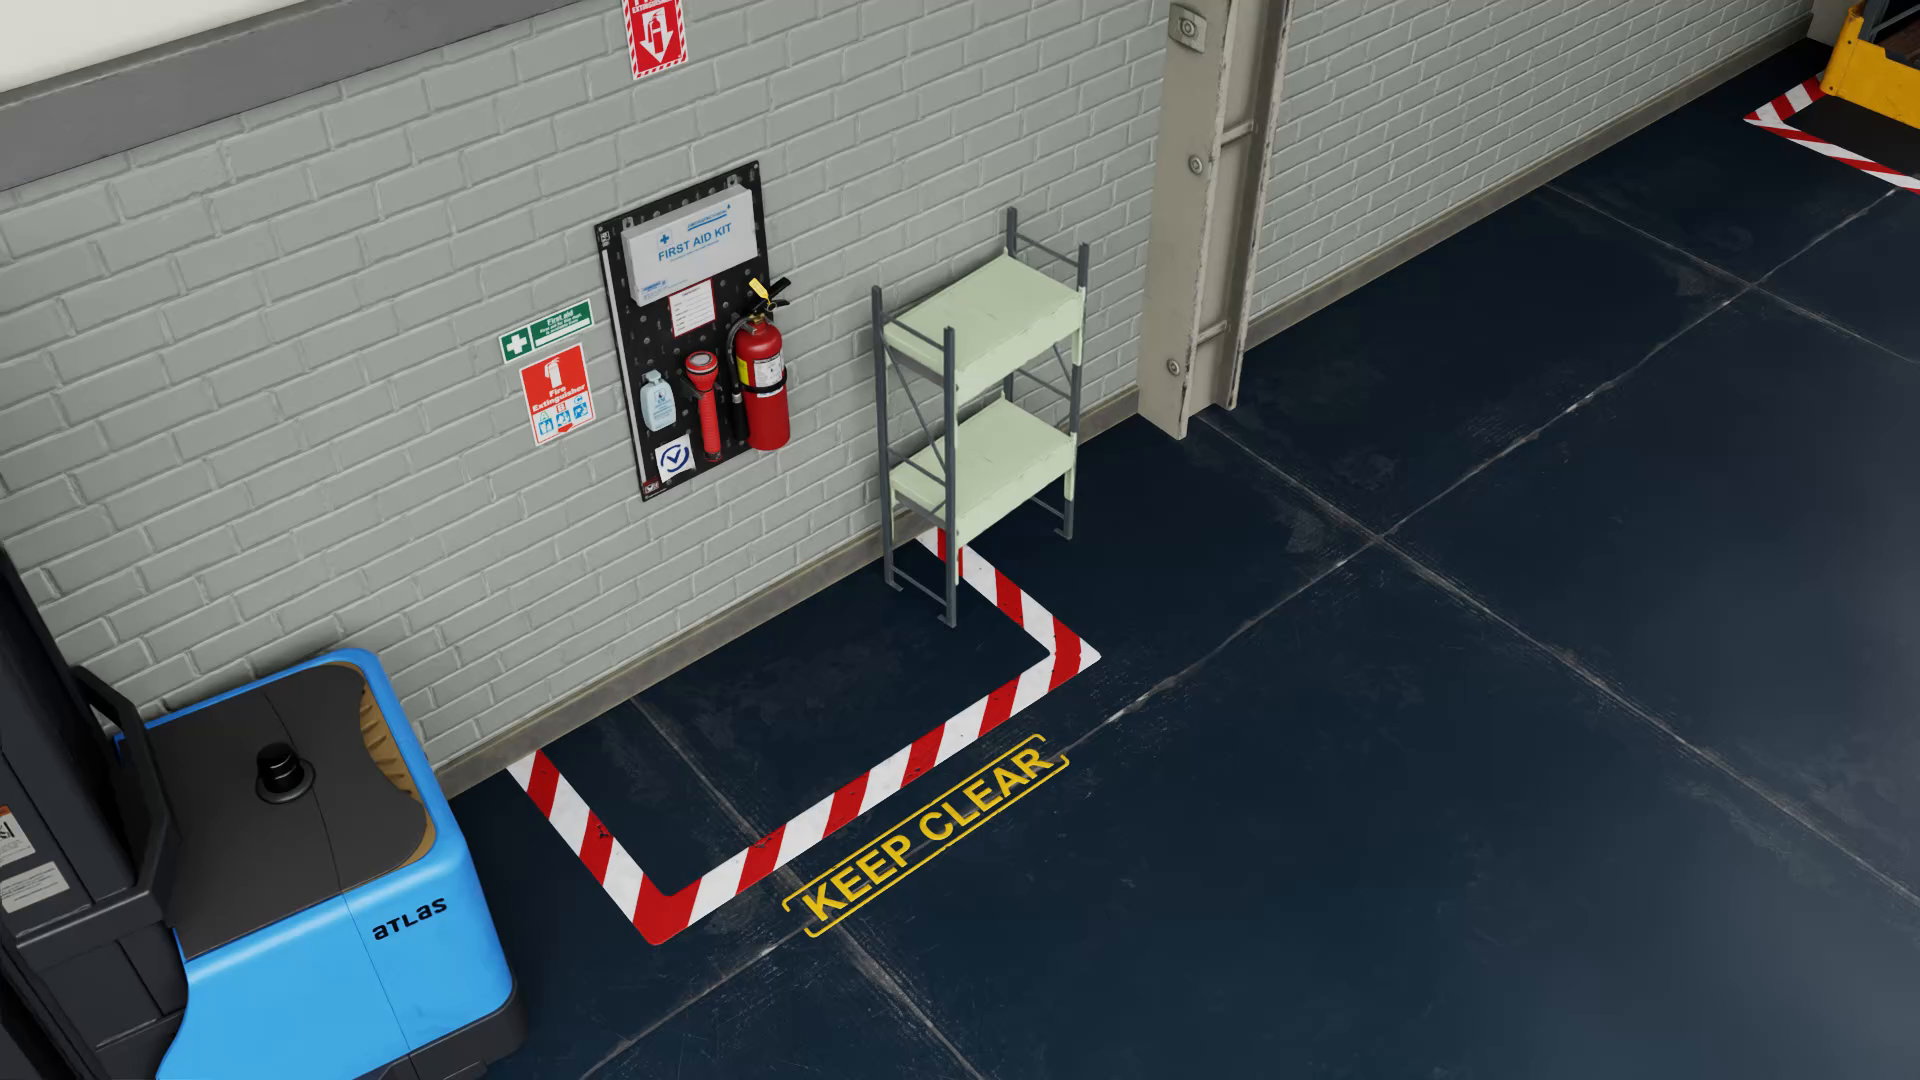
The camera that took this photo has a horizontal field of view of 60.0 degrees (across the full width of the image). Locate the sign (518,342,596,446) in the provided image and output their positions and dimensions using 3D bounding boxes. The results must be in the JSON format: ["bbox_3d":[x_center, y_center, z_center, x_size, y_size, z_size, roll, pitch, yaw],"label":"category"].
[{"bbox_3d":[-1.340,-0.484,5.548,0.234,0.329,0.001,-30,51,-28],"label":"sign"}]

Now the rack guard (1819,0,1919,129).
[{"bbox_3d":[5.749,-2.721,9.782,0.348,0.500,1.175,-30,51,-28],"label":"rack guard"}]

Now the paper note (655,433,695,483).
[{"bbox_3d":[-1.030,-0.297,6.019,0.142,0.148,0.016,-30,51,-28],"label":"paper note"}]

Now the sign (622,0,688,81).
[{"bbox_3d":[-0.920,-1.553,5.020,0.199,0.298,0.001,-30,51,-28],"label":"sign"}]

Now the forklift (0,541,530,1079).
[{"bbox_3d":[-2.934,0.842,4.213,3.031,2.935,1.130,-23,48,-22],"label":"forklift"}]

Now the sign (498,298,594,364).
[{"bbox_3d":[-1.331,-0.674,5.364,0.331,0.109,0.001,-30,51,-28],"label":"sign"}]

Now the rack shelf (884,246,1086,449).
[{"bbox_3d":[0.083,-0.748,6.380,0.431,0.370,0.720,33,52,30],"label":"rack shelf"}]

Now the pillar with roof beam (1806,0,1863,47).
[{"bbox_3d":[8.435,-4.287,5.241,0.400,9.000,9.100,-30,51,-28],"label":"pillar with roof beam"}]

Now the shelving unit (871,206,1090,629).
[{"bbox_3d":[0.083,-0.463,6.647,0.431,1.500,0.755,33,52,30],"label":"shelving unit"}]

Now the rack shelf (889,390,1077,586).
[{"bbox_3d":[0.084,-0.225,6.869,0.431,0.370,0.720,33,52,30],"label":"rack shelf"}]

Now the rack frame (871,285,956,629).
[{"bbox_3d":[-0.169,-0.282,6.453,0.400,1.500,0.023,33,52,30],"label":"rack frame"}]

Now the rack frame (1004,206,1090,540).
[{"bbox_3d":[0.336,-0.644,6.840,0.400,1.500,0.023,33,52,30],"label":"rack frame"}]

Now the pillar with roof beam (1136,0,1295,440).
[{"bbox_3d":[3.832,-1.651,2.435,0.400,9.000,9.100,-30,51,-28],"label":"pillar with roof beam"}]

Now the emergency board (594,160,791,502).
[{"bbox_3d":[-0.850,-0.660,5.761,0.643,1.169,0.194,-30,51,-28],"label":"emergency board"}]

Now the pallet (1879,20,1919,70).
[{"bbox_3d":[6.395,-2.954,10.241,1.213,0.211,1.003,-30,51,-28],"label":"pallet"}]

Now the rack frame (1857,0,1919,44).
[{"bbox_3d":[5.691,-3.599,8.891,0.127,3.000,1.000,-30,51,-28],"label":"rack frame"}]
